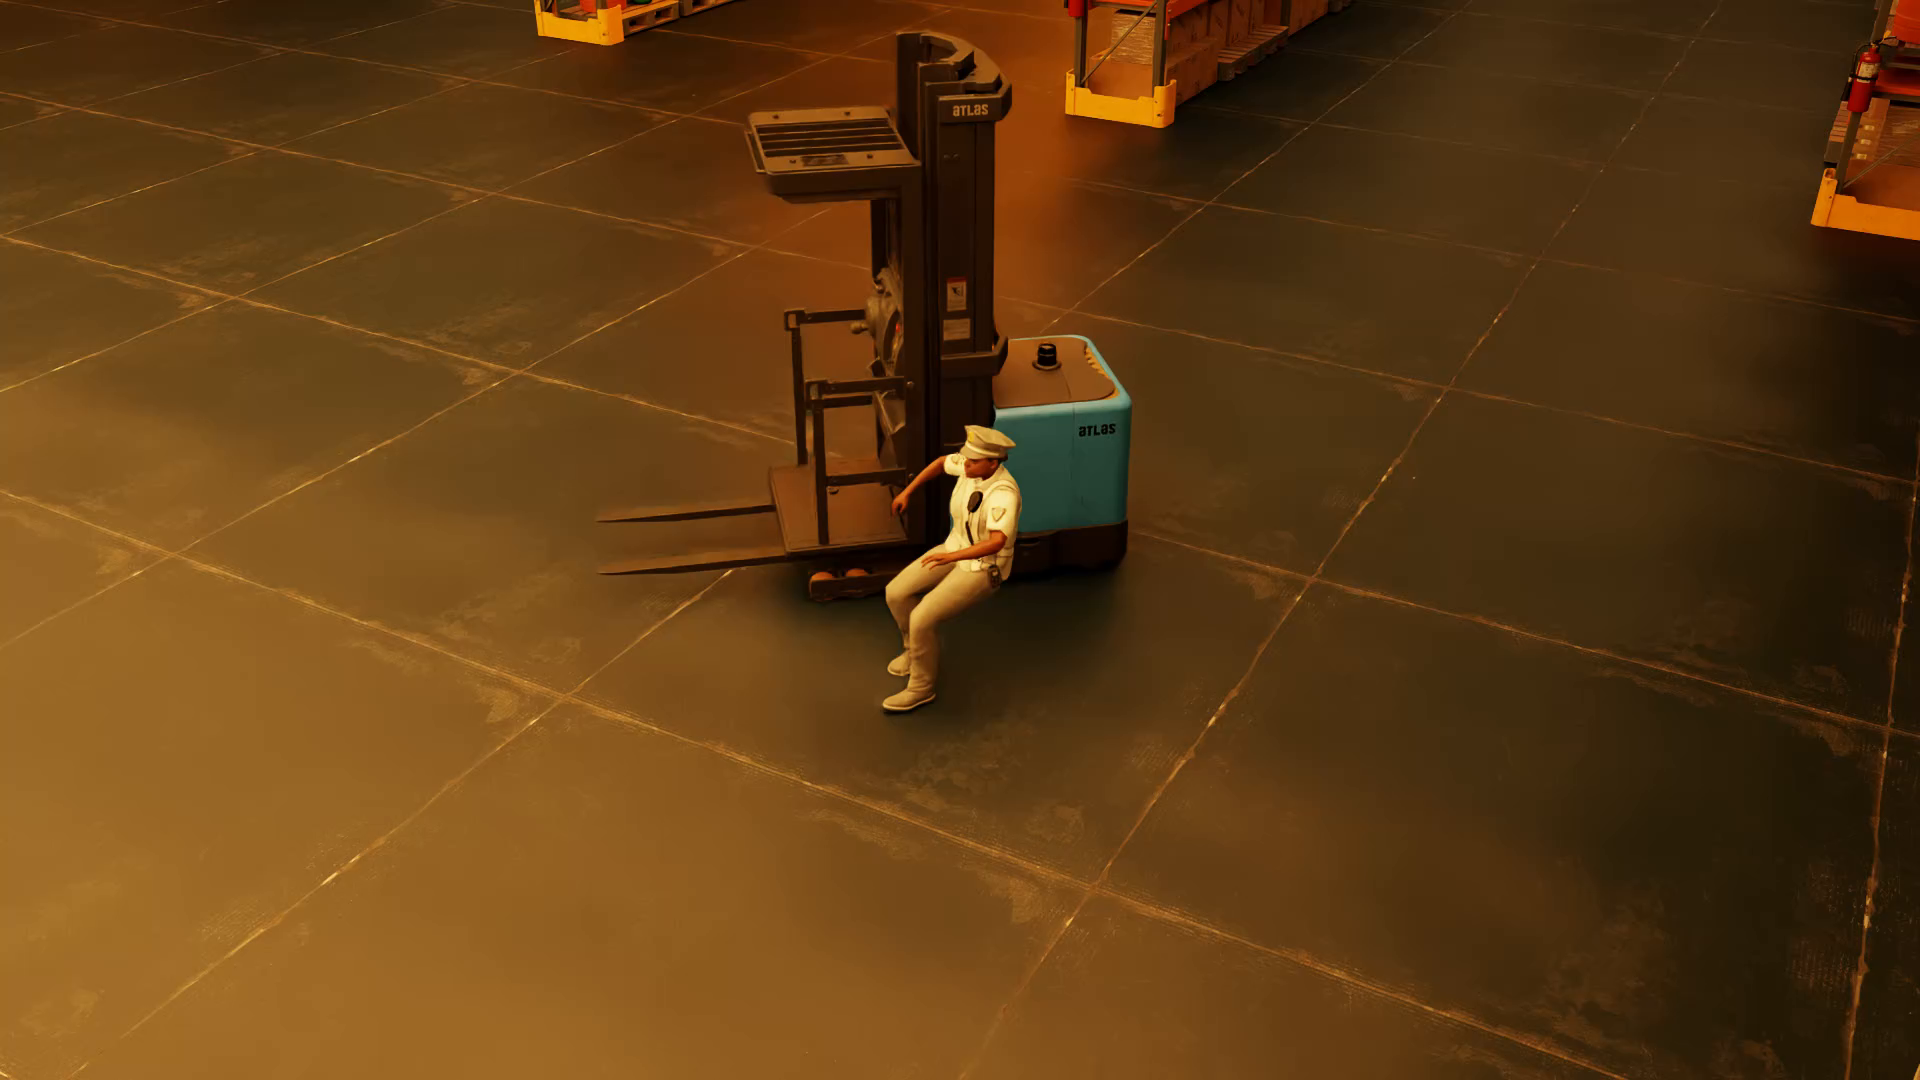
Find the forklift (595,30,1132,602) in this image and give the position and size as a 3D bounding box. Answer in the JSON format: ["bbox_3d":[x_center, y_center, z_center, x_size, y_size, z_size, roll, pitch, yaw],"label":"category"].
[{"bbox_3d":[-0.598,-1.206,9.161,3.031,2.935,1.130,-6,30,-10],"label":"forklift"}]

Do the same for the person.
[{"bbox_3d":[-0.109,0.101,8.369,0.807,1.458,0.912,-20,35,-30],"label":"person"}]
